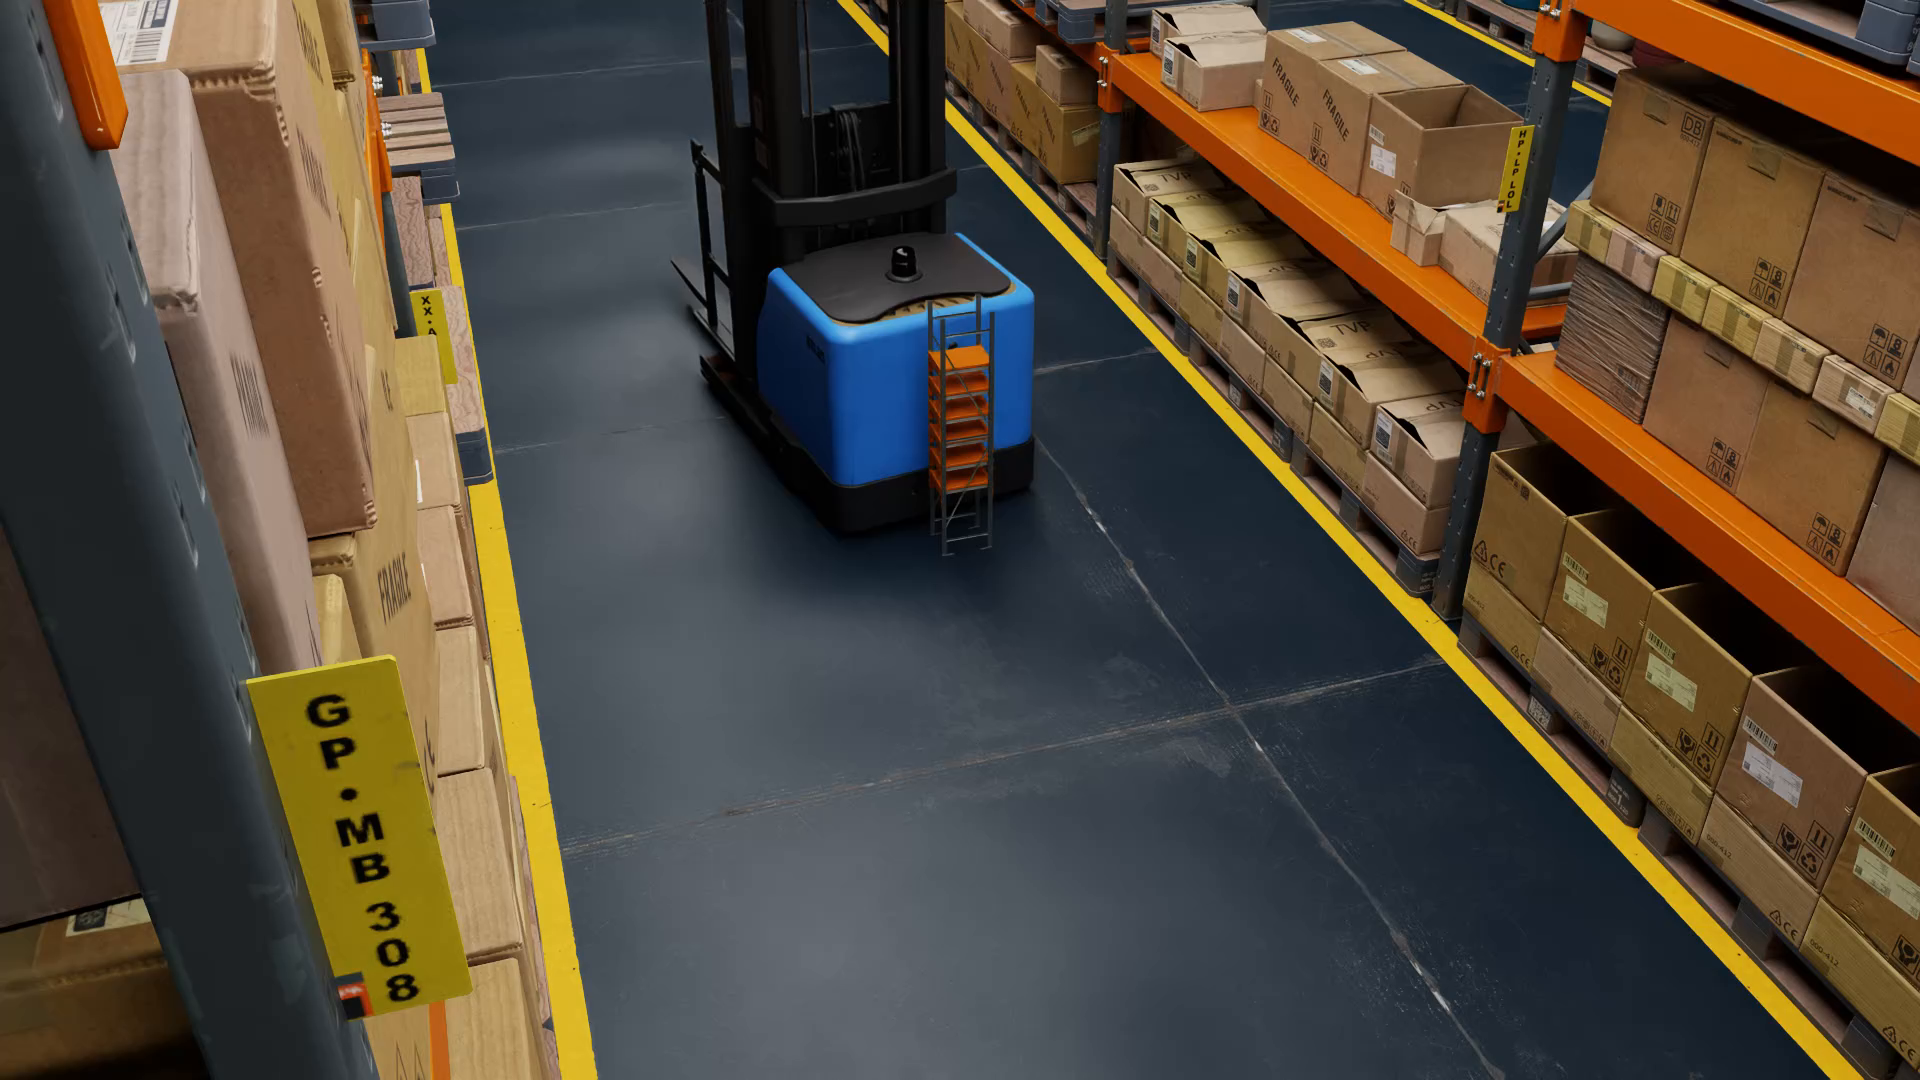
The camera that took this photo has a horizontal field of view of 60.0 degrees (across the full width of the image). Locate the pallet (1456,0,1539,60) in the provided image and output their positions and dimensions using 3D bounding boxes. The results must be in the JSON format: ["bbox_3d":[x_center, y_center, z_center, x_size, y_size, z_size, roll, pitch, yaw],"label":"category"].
[{"bbox_3d":[5.030,-4.463,14.312,1.003,0.211,1.213,-10,35,-15],"label":"pallet"}]

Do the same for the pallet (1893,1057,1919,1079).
[{"bbox_3d":[3.503,1.862,4.740,1.003,0.211,1.213,-10,35,-15],"label":"pallet"}]

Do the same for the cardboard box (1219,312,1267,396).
[{"bbox_3d":[1.691,-1.006,8.664,0.500,0.250,0.500,-9,35,-14],"label":"cardboard box"}]

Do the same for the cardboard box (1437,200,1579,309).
[{"bbox_3d":[2.365,-1.195,6.974,0.500,0.250,0.500,-8,34,-12],"label":"cardboard box"}]

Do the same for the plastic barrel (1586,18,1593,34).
[{"bbox_3d":[5.200,-4.678,13.630,0.600,0.901,0.708,-10,35,-15],"label":"plastic barrel"}]

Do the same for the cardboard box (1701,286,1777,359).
[{"bbox_3d":[2.692,-0.741,5.472,0.380,0.149,0.250,-10,35,-15],"label":"cardboard box"}]

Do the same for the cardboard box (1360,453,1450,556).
[{"bbox_3d":[2.154,-0.204,7.451,0.500,0.250,0.500,-10,35,-15],"label":"cardboard box"}]

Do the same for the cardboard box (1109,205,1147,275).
[{"bbox_3d":[1.216,-1.811,9.883,0.500,0.250,0.500,-10,35,-15],"label":"cardboard box"}]

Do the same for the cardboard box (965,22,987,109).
[{"bbox_3d":[0.350,-3.511,12.211,0.500,0.500,0.500,-10,35,-14],"label":"cardboard box"}]

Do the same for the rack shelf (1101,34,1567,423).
[{"bbox_3d":[1.946,-1.757,8.340,1.077,0.370,4.000,-10,35,-15],"label":"rack shelf"}]

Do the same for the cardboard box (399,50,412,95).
[{"bbox_3d":[-4.004,-2.865,10.934,0.750,0.750,0.750,-9,35,-13],"label":"cardboard box"}]

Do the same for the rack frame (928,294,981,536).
[{"bbox_3d":[-0.024,-0.541,7.480,0.240,1.200,0.006,-10,35,-15],"label":"rack frame"}]

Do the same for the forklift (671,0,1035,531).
[{"bbox_3d":[-0.749,-2.058,8.206,1.130,2.935,3.031,-15,36,-22],"label":"forklift"}]

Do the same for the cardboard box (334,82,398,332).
[{"bbox_3d":[-1.423,-0.698,3.255,0.500,0.500,0.500,-11,35,-17],"label":"cardboard box"}]

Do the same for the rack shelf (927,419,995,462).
[{"bbox_3d":[0.004,-0.456,7.432,0.258,0.103,0.180,-10,35,-15],"label":"rack shelf"}]

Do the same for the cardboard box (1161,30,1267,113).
[{"bbox_3d":[1.425,-2.568,8.996,0.500,0.311,0.500,-10,35,-15],"label":"cardboard box"}]

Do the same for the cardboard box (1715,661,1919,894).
[{"bbox_3d":[2.859,0.736,5.349,0.500,0.500,0.500,-10,35,-15],"label":"cardboard box"}]

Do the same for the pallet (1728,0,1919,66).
[{"bbox_3d":[2.841,-1.778,5.079,1.003,0.211,1.213,-10,35,-15],"label":"pallet"}]

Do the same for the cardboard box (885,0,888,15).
[{"bbox_3d":[-0.328,-4.599,13.858,0.500,0.500,0.500,-10,35,-15],"label":"cardboard box"}]

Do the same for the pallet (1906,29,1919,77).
[{"bbox_3d":[3.210,-1.139,4.112,1.003,0.211,1.213,-10,35,-15],"label":"pallet"}]

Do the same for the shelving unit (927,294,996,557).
[{"bbox_3d":[0.004,-0.493,7.408,0.258,1.200,0.189,-10,35,-15],"label":"shelving unit"}]

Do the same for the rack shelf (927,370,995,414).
[{"bbox_3d":[0.004,-0.656,7.300,0.258,0.103,0.180,-10,35,-15],"label":"rack shelf"}]

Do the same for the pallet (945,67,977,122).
[{"bbox_3d":[0.400,-3.623,13.041,1.003,0.211,1.213,-10,35,-15],"label":"pallet"}]

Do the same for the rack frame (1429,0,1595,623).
[{"bbox_3d":[2.556,-1.007,6.553,1.000,3.000,0.127,-10,35,-15],"label":"rack frame"}]

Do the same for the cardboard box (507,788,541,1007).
[{"bbox_3d":[-1.260,0.868,3.833,0.500,0.250,0.500,-10,35,-14],"label":"cardboard box"}]

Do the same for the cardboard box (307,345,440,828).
[{"bbox_3d":[-0.934,0.121,2.016,0.500,0.500,0.500,-8,34,-12],"label":"cardboard box"}]

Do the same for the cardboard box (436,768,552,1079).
[{"bbox_3d":[-1.092,0.835,3.203,0.500,0.500,0.500,-11,35,-16],"label":"cardboard box"}]

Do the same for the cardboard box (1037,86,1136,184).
[{"bbox_3d":[0.827,-2.699,10.982,0.500,0.500,0.500,-9,34,-13],"label":"cardboard box"}]

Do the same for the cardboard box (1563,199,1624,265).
[{"bbox_3d":[2.454,-1.146,6.084,0.380,0.149,0.250,-10,35,-15],"label":"cardboard box"}]

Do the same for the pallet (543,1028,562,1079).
[{"bbox_3d":[-1.546,1.980,4.562,1.003,0.211,1.213,-10,35,-15],"label":"pallet"}]

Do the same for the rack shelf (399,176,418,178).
[{"bbox_3d":[-2.770,-0.922,7.077,1.077,0.370,4.000,-10,35,-15],"label":"rack shelf"}]

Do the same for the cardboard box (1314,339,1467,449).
[{"bbox_3d":[1.995,-0.705,7.701,0.500,0.311,0.500,-9,35,-13],"label":"cardboard box"}]

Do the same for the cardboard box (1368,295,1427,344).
[{"bbox_3d":[2.361,-1.063,8.242,0.500,0.311,0.500,-11,35,-16],"label":"cardboard box"}]

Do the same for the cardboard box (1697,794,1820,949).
[{"bbox_3d":[2.863,1.048,5.557,0.500,0.250,0.500,-10,35,-15],"label":"cardboard box"}]

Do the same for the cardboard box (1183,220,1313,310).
[{"bbox_3d":[1.538,-1.502,8.907,0.500,0.311,0.500,-11,35,-16],"label":"cardboard box"}]

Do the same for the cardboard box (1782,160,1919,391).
[{"bbox_3d":[3.005,-0.830,5.018,0.700,0.500,0.500,-10,35,-15],"label":"cardboard box"}]

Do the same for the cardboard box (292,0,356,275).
[{"bbox_3d":[-1.098,-0.573,2.159,0.500,0.500,0.500,-9,35,-13],"label":"cardboard box"}]

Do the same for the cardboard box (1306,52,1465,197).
[{"bbox_3d":[2.024,-1.994,7.956,0.500,0.500,0.500,-10,35,-15],"label":"cardboard box"}]

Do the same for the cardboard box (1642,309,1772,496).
[{"bbox_3d":[2.865,-0.541,5.757,0.700,0.500,0.500,-10,35,-15],"label":"cardboard box"}]

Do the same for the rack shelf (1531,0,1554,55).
[{"bbox_3d":[1.946,-3.008,7.513,1.077,0.370,4.000,-10,35,-15],"label":"rack shelf"}]

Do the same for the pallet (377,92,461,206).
[{"bbox_3d":[-3.061,-1.836,7.981,1.213,0.211,1.003,-10,35,-15],"label":"pallet"}]

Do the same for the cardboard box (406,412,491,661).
[{"bbox_3d":[-1.564,0.027,4.426,0.500,0.500,0.500,-10,35,-15],"label":"cardboard box"}]

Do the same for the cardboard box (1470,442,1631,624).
[{"bbox_3d":[2.400,-0.052,6.540,0.500,0.500,0.500,-10,35,-15],"label":"cardboard box"}]

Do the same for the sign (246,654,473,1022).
[{"bbox_3d":[-0.423,0.221,1.181,0.100,0.325,0.005,-10,35,-15],"label":"sign"}]

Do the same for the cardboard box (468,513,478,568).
[{"bbox_3d":[-1.727,0.080,5.026,0.500,0.250,0.500,-10,35,-15],"label":"cardboard box"}]

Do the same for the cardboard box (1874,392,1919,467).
[{"bbox_3d":[2.930,-0.333,4.854,0.380,0.149,0.250,-10,35,-15],"label":"cardboard box"}]

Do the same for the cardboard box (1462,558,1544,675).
[{"bbox_3d":[2.409,0.260,6.750,0.500,0.250,0.500,-10,35,-15],"label":"cardboard box"}]

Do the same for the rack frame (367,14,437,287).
[{"bbox_3d":[-3.380,-2.272,8.467,1.000,3.000,0.127,-10,35,-15],"label":"rack frame"}]

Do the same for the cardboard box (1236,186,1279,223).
[{"bbox_3d":[1.895,-1.864,9.454,0.500,0.311,0.500,-11,35,-15],"label":"cardboard box"}]

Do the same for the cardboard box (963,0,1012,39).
[{"bbox_3d":[0.337,-3.841,12.029,0.500,0.250,0.500,-10,35,-15],"label":"cardboard box"}]

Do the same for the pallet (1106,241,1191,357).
[{"bbox_3d":[1.550,-1.505,9.836,1.003,0.211,1.213,-10,35,-15],"label":"pallet"}]

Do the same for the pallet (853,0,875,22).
[{"bbox_3d":[-0.468,-5.046,15.195,1.003,0.211,1.213,-10,35,-15],"label":"pallet"}]

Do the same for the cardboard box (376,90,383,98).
[{"bbox_3d":[-3.260,-2.387,8.852,0.380,0.149,0.250,-11,35,-15],"label":"cardboard box"}]
